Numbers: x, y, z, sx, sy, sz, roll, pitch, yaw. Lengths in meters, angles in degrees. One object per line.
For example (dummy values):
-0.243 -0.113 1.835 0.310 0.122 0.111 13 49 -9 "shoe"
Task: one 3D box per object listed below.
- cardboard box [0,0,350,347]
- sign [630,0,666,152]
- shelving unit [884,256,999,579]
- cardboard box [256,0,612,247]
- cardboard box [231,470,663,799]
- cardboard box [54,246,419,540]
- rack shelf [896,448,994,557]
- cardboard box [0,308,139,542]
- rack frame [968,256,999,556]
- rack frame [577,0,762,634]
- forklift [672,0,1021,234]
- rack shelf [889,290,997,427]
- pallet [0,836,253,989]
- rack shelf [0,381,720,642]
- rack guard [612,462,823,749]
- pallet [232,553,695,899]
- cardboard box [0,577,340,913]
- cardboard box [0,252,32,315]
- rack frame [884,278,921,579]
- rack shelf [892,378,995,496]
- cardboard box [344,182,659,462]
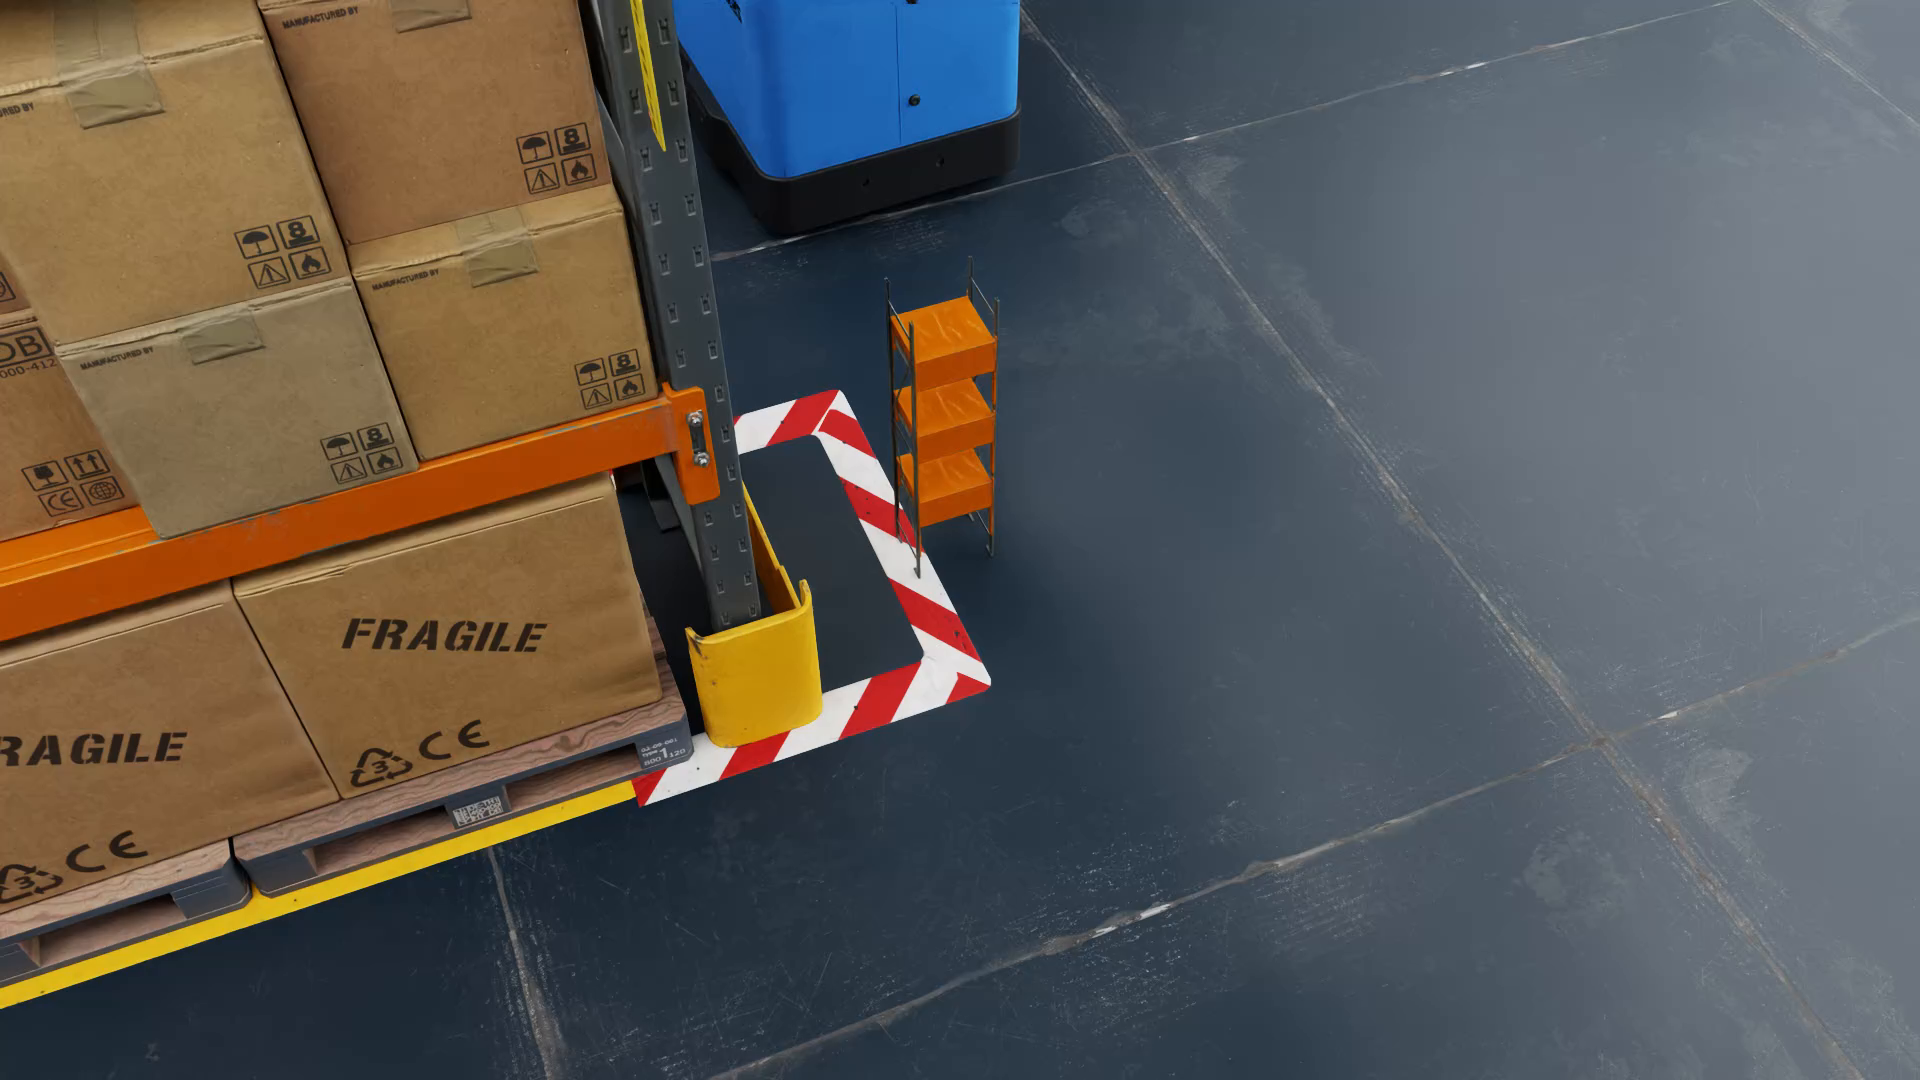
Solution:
-1.613 -0.919 3.251 0.550 0.550 0.875 -17 52 -14 "cardboard box"
-0.588 -0.890 3.117 0.005 0.325 0.100 -17 52 -14 "sign"
-0.049 -0.327 4.839 0.252 1.050 0.215 -17 52 -14 "shelving unit"
-1.139 -1.142 3.443 0.550 0.550 0.875 -17 52 -14 "cardboard box"
-1.383 -0.024 4.417 0.875 0.875 0.875 -17 51 -14 "cardboard box"
-1.608 -0.558 3.653 0.550 0.550 0.875 -17 52 -14 "cardboard box"
-0.049 -0.139 5.057 0.240 0.259 0.215 -17 52 -14 "rack shelf"
-2.174 -0.485 3.591 0.550 0.550 0.875 -17 52 -14 "cardboard box"
0.064 -0.362 4.869 0.008 1.050 0.200 -17 52 -14 "rack frame"
-0.781 -0.820 3.977 0.127 3.000 1.000 -17 52 -14 "rack frame"
-0.848 -3.219 6.082 1.130 2.935 3.031 -19 52 -16 "forklift"
-0.049 -0.505 4.631 0.240 0.259 0.215 -17 52 -14 "rack shelf"
-2.619 0.720 4.493 1.213 0.211 1.003 -17 52 -14 "pallet"
-2.632 -0.012 3.757 4.000 0.370 1.077 -17 52 -14 "rack shelf"
-0.758 -0.013 4.931 0.348 0.500 1.175 -17 52 -14 "rack guard"
-1.491 0.373 4.791 1.213 0.211 1.003 -17 52 -14 "pallet"
-2.197 0.230 4.199 0.875 0.875 0.875 -18 52 -15 "cardboard box"
-2.183 -0.854 3.195 0.550 0.550 0.875 -17 52 -14 "cardboard box"
-0.162 -0.292 4.808 0.008 1.050 0.200 -17 52 -14 "rack frame"
-0.049 -0.320 4.847 0.240 0.259 0.215 -17 52 -14 "rack shelf"
-1.107 -0.731 3.801 0.550 0.550 0.875 -17 52 -14 "cardboard box"
